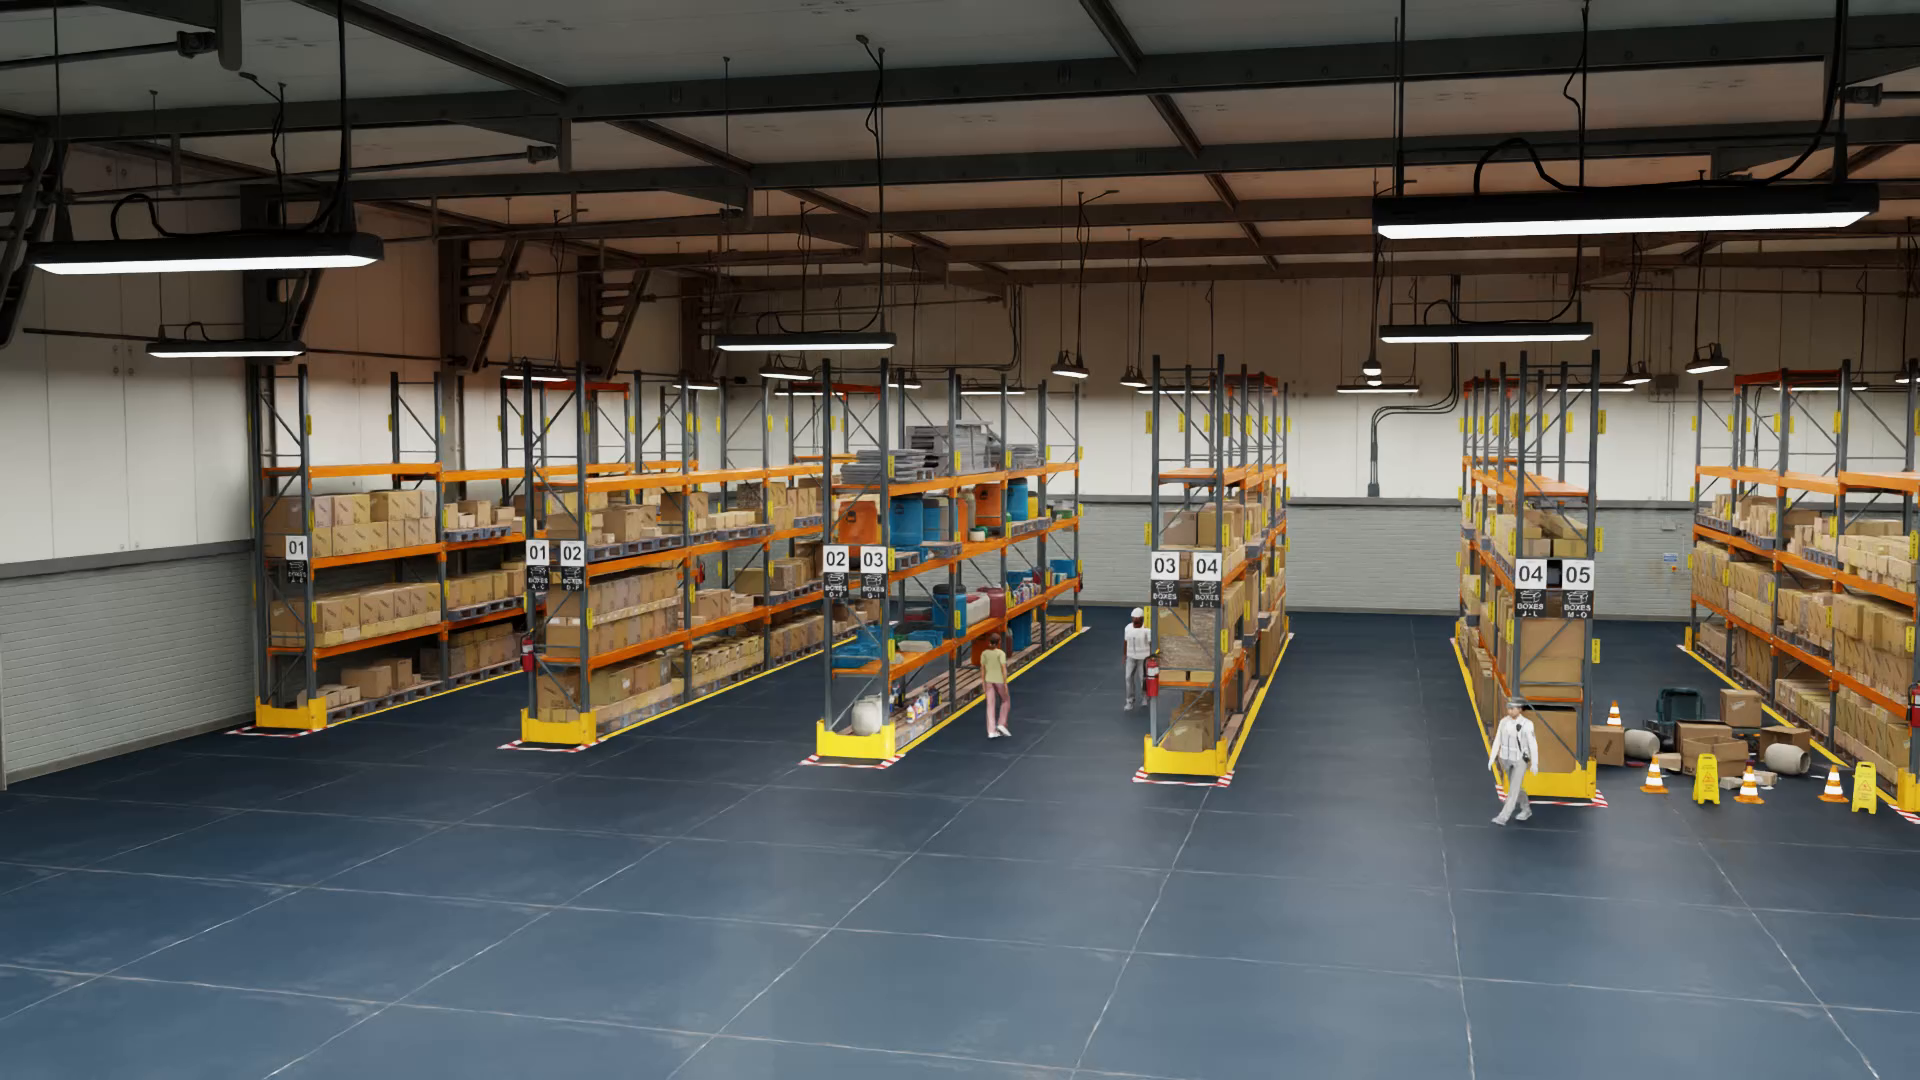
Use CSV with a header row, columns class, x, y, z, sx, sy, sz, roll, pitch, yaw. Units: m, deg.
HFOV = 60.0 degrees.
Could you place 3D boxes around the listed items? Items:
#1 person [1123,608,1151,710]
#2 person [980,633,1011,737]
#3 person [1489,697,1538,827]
class,x,y,z,sx,sy,sz,roll,pitch,yaw
person,3.138,2.099,29.459,0.642,1.787,0.641,2,5,31
person,0.565,2.325,26.641,0.502,1.678,0.479,1,4,17
person,6.858,2.749,20.728,1.064,1.607,0.517,-3,5,-35
